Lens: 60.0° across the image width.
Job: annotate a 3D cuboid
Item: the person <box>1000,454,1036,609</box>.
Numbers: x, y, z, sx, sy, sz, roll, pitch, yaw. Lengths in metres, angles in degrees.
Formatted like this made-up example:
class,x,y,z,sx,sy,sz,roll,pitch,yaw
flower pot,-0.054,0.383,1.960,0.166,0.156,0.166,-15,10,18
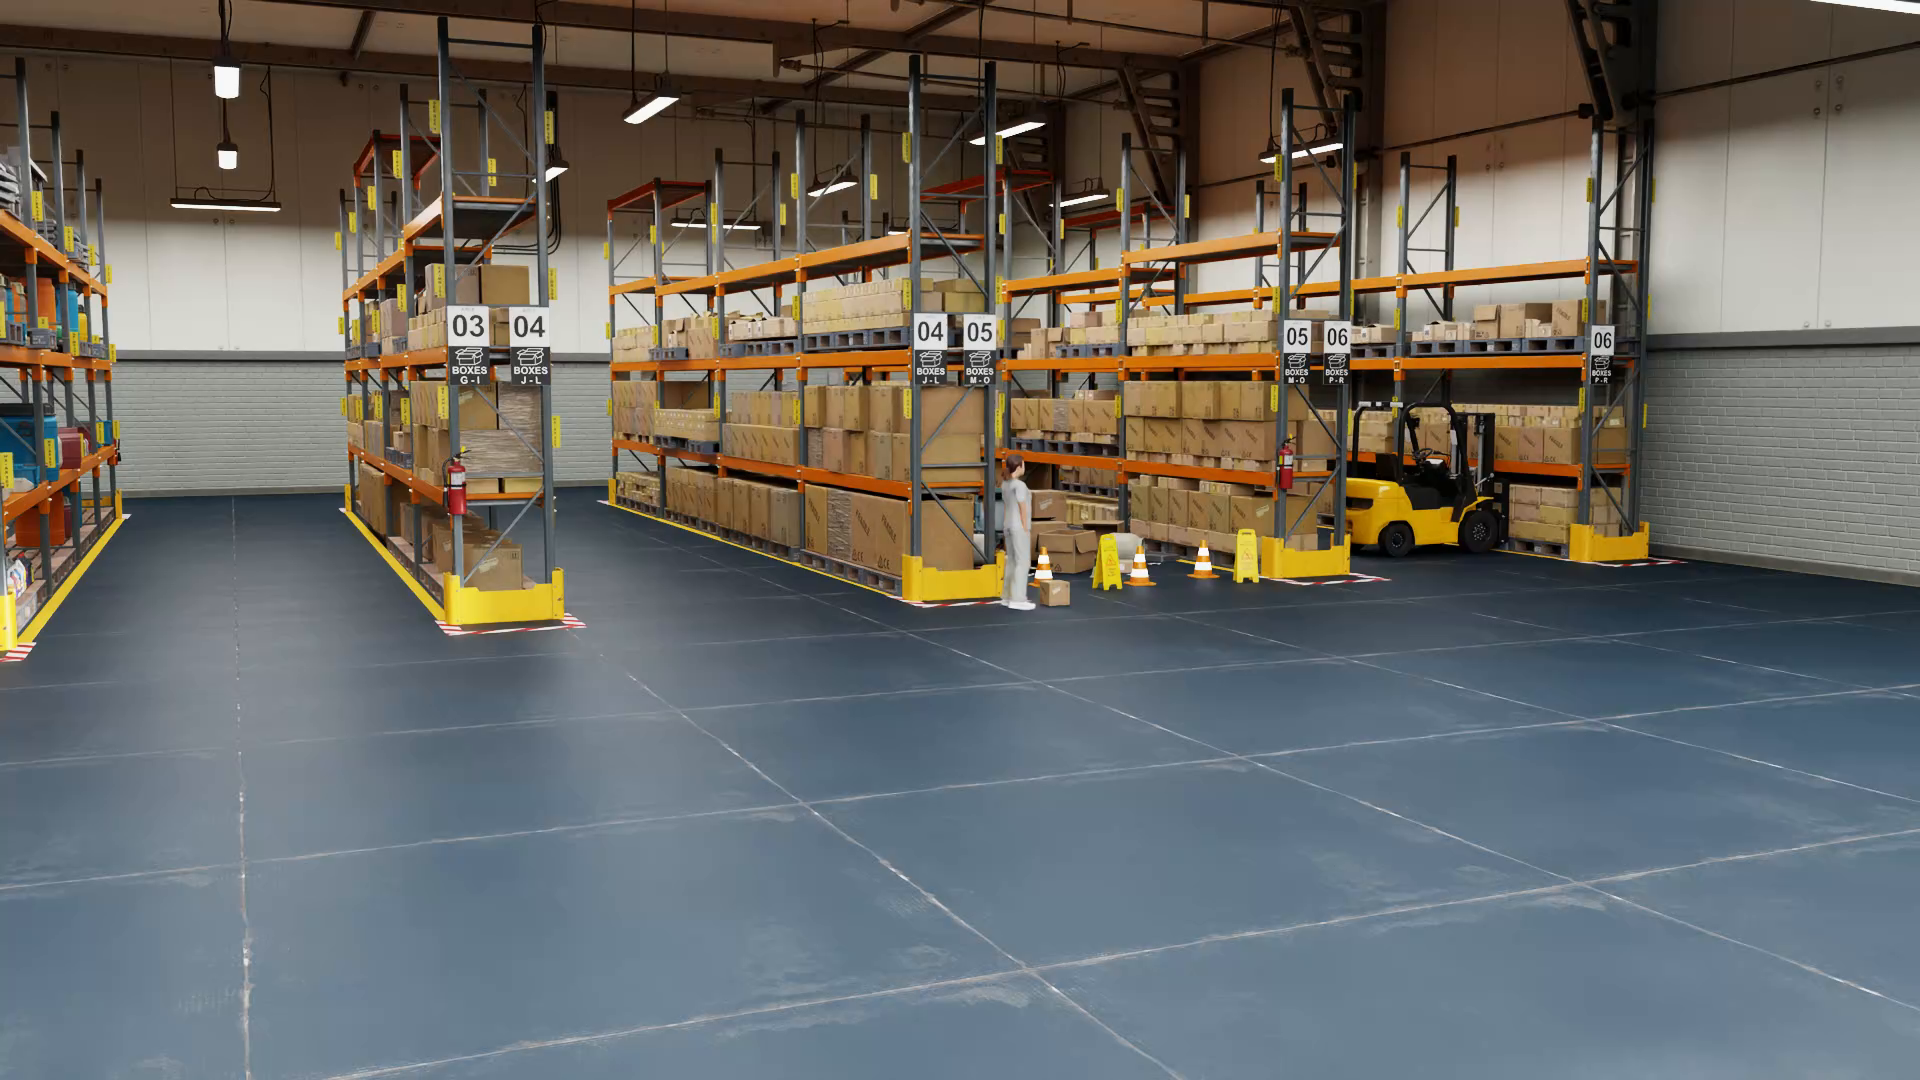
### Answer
class,x,y,z,sx,sy,sz,roll,pitch,yaw
person,0.613,-0.097,18.082,0.349,1.677,0.437,-3,6,-27
